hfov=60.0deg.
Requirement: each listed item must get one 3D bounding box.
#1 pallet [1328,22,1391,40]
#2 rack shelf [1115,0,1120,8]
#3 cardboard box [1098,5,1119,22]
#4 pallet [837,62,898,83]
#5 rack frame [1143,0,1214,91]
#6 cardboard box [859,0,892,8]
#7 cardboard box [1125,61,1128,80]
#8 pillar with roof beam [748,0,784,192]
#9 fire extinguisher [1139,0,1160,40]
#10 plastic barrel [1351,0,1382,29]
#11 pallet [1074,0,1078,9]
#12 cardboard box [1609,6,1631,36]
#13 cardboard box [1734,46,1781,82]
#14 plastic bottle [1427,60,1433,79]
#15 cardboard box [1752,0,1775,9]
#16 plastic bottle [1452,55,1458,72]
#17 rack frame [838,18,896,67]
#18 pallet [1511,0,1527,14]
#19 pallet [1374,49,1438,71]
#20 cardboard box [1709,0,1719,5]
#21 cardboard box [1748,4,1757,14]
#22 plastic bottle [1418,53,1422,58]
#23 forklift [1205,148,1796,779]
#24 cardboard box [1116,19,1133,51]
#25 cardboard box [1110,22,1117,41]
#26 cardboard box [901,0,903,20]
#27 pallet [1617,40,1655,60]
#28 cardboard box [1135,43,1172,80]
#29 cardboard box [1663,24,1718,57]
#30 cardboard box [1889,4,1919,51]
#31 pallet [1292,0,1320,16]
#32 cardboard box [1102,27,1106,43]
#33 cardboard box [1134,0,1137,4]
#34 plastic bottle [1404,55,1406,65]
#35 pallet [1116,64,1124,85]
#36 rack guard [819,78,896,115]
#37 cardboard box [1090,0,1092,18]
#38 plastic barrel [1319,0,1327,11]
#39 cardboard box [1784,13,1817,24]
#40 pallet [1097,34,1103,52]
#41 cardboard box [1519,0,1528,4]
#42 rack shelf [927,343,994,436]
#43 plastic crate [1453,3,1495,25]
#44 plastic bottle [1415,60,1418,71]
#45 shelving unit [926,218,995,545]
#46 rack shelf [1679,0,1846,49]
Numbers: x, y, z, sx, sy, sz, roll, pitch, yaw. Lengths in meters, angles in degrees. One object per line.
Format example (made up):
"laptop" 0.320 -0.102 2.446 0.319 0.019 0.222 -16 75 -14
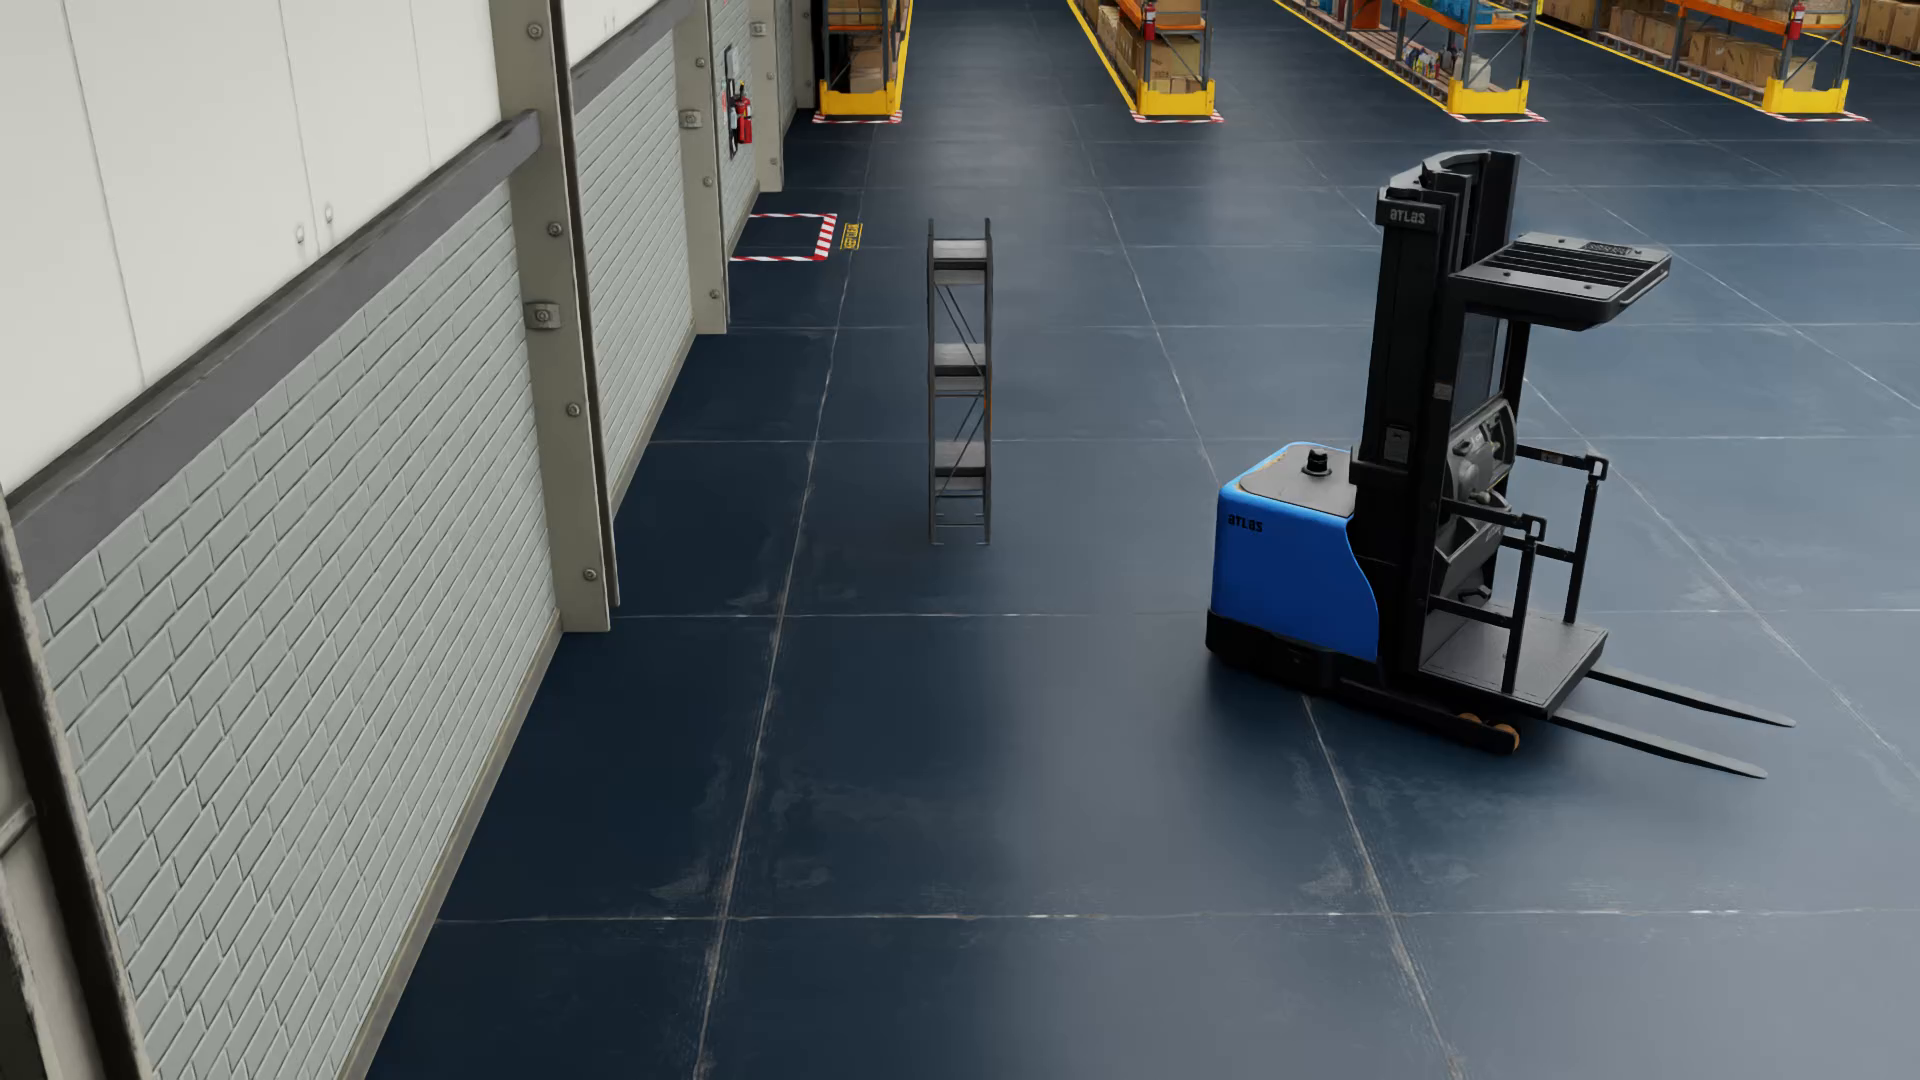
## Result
"pallet" 8.170 -10.423 34.040 1.003 0.211 1.213 0 24 -1
"rack shelf" 3.289 -10.196 31.028 1.077 0.370 4.000 0 24 -1
"cardboard box" 2.980 -10.325 32.586 0.500 0.311 0.500 1 24 1
"pallet" -1.599 -8.129 28.968 1.003 0.211 1.213 0 24 -1
"rack frame" 3.355 -8.052 25.413 1.000 3.000 0.127 0 24 -1
"cardboard box" -1.303 -8.509 25.670 0.500 0.500 0.500 0 24 0
"cardboard box" 3.025 -7.828 27.745 0.500 0.250 0.500 0 24 -1
"pillar with roof beam" 1.899 -8.593 19.329 9.100 9.000 0.400 0 24 -1
"fire extinguisher" 2.892 -7.966 25.317 0.296 0.674 0.183 0 24 -1
"plastic barrel" 8.198 -10.773 33.554 0.600 0.830 0.708 0 24 -1
"pallet" 3.201 -12.513 38.661 1.003 0.211 1.213 0 24 -1
"cardboard box" 13.201 -10.177 32.611 0.700 0.500 0.500 -2 24 -3
"cardboard box" 13.242 -7.909 27.620 0.500 0.500 0.500 2 24 4
"plastic bottle" 7.830 -7.838 27.703 0.061 0.283 0.133 0 24 1
"cardboard box" 13.157 -8.708 26.382 0.875 0.500 0.500 0 24 -1
"plastic bottle" 8.456 -8.140 28.370 0.061 0.283 0.133 0 24 -1
"rack frame" -1.642 -9.676 29.005 1.000 3.000 0.127 0 24 -1
"pallet" 13.200 -12.083 37.709 1.003 0.211 1.213 0 24 -1
"pallet" 8.217 -8.774 30.393 1.003 0.211 1.213 0 24 -1
"cardboard box" 12.912 -9.127 28.094 0.380 0.149 0.250 0 24 -1
"cardboard box" 13.021 -8.612 26.956 0.380 0.149 0.250 0 24 -1
"plastic bottle" 7.899 -8.205 28.530 0.097 0.271 0.097 0 24 0
"forklift" 2.921 -0.447 8.682 3.031 2.935 1.130 17 29 33
"cardboard box" 3.003 -8.788 28.957 0.500 0.500 0.500 0 24 -1
"cardboard box" 3.008 -9.274 30.262 0.500 0.311 0.500 0 24 1
"cardboard box" -1.566 -11.201 34.475 0.750 0.750 0.750 0 24 -1
"pallet" 13.191 -9.297 31.551 1.003 0.211 1.213 0 24 -1
"cardboard box" 3.051 -7.552 26.224 0.500 0.500 0.500 0 24 -1
"cardboard box" 13.232 -9.058 30.136 0.700 0.500 0.500 -2 24 -5
"cardboard box" 18.074 -9.543 30.930 1.050 0.750 0.750 0 24 -1
"pallet" 8.130 -12.050 37.636 1.003 0.211 1.213 0 24 -1
"cardboard box" 2.998 -9.648 31.770 0.500 0.250 0.500 -1 24 -2
"cardboard box" 3.335 -9.345 28.152 0.700 0.500 0.500 -1 24 -1
"plastic bottle" 7.832 -8.429 29.109 0.097 0.201 0.097 0 24 0
"pallet" 3.278 -8.102 28.907 1.003 0.211 1.213 0 24 -1
"rack guard" -1.599 -6.920 25.945 1.175 0.500 0.348 0 24 -1
"cardboard box" 3.005 -11.224 34.925 0.500 0.500 0.500 -1 24 -3
"plastic barrel" 8.166 -12.028 36.242 0.600 0.901 0.708 0 24 -1
"cardboard box" 13.051 -8.097 25.817 0.380 0.149 0.250 0 24 -1
"pallet" 3.238 -9.738 32.526 1.003 0.211 1.213 0 24 -1
"cardboard box" 13.202 -12.535 37.394 0.875 0.875 0.875 0 24 -1
"rack shelf" -0.002 -1.012 10.974 0.431 0.518 0.480 0 24 -1
"plastic crate" 8.003 -8.210 25.942 0.499 0.251 0.616 0 24 -1
"plastic bottle" 7.840 -8.117 28.419 0.097 0.201 0.097 0 24 0
"shelving unit" -0.002 -1.025 10.968 0.431 2.100 0.503 0 24 -1
"rack shelf" 13.239 -8.591 27.478 1.077 0.370 4.000 0 24 -1
